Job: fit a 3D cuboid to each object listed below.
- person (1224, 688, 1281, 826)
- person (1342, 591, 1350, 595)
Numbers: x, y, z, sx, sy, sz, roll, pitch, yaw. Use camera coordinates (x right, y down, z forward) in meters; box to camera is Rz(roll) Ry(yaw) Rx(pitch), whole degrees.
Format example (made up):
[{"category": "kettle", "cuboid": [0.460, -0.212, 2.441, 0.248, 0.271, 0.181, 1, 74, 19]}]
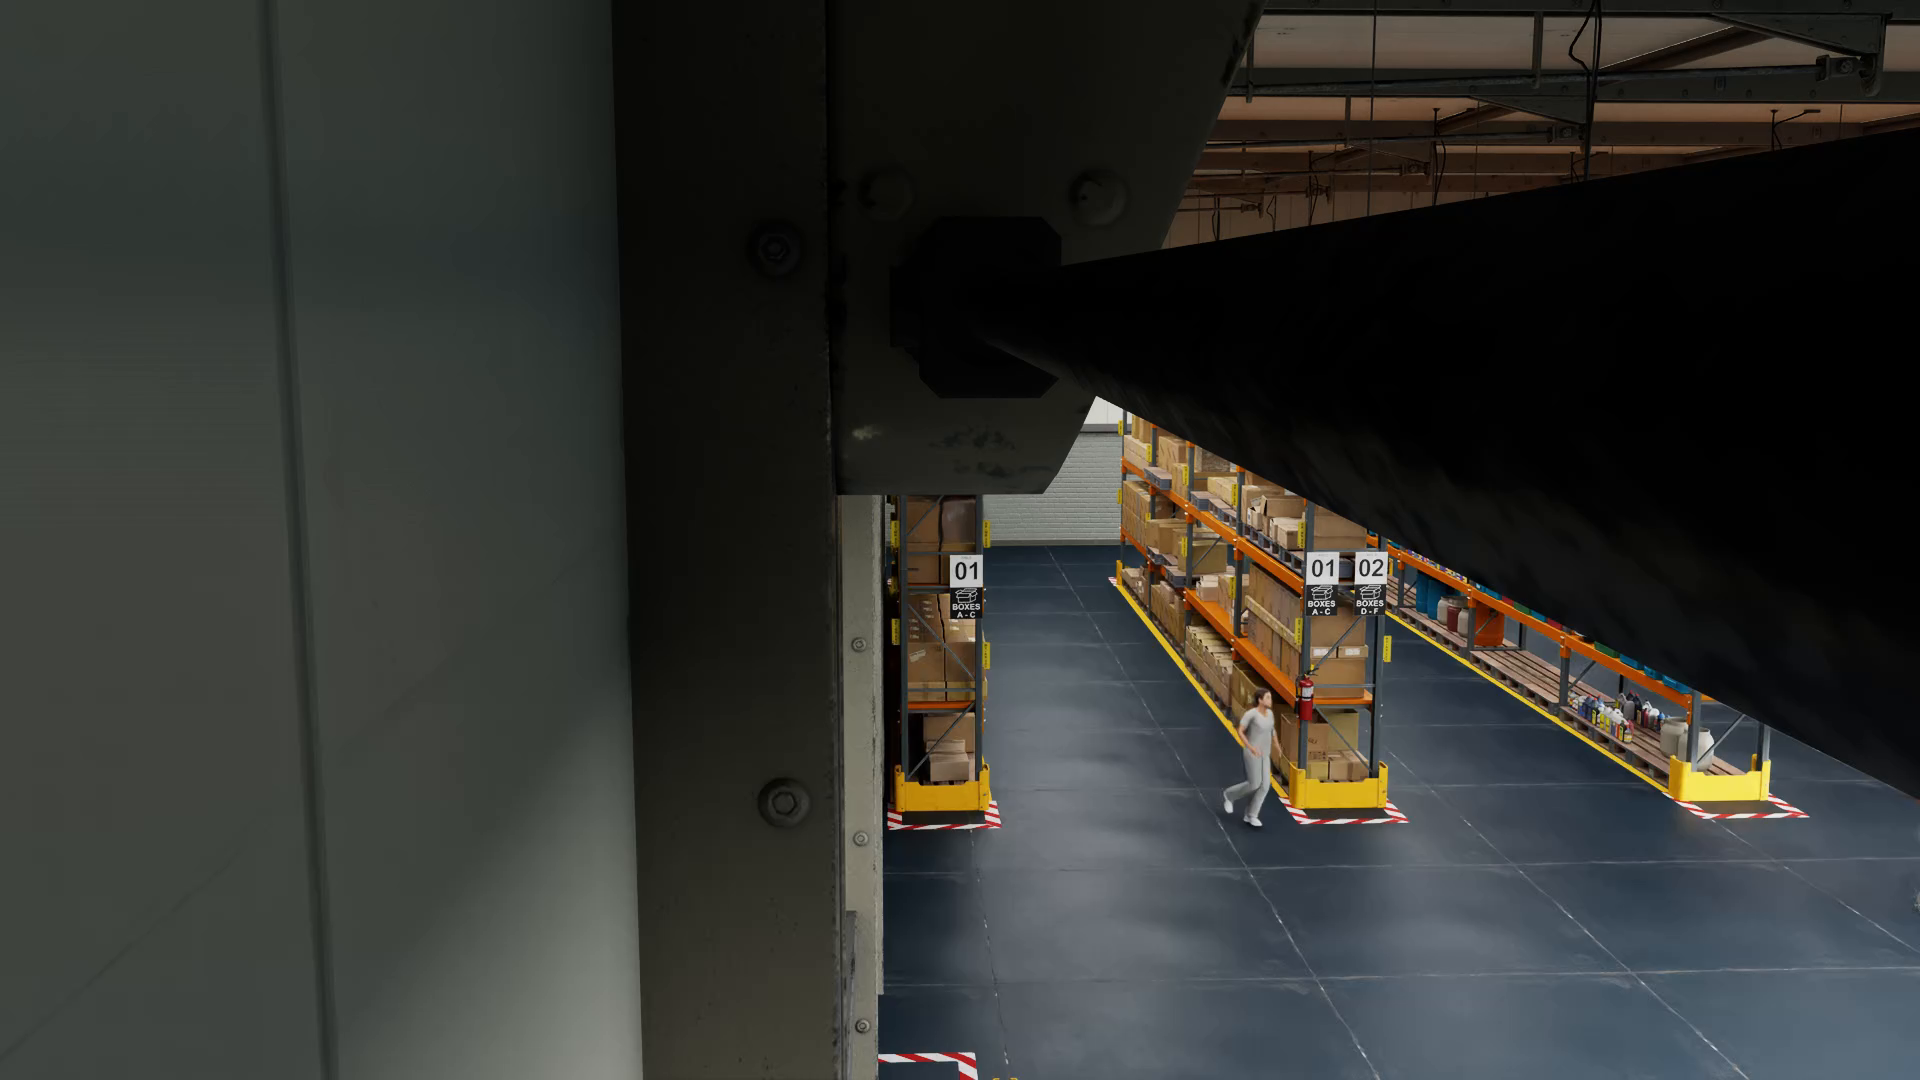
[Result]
[{"category": "person", "cuboid": [3.588, 2.579, 20.112, 0.631, 1.620, 0.641, -6, 10, -36]}, {"category": "person", "cuboid": [6.837, 1.011, 30.194, 0.630, 1.836, 0.753, -1, 9, -9]}]
